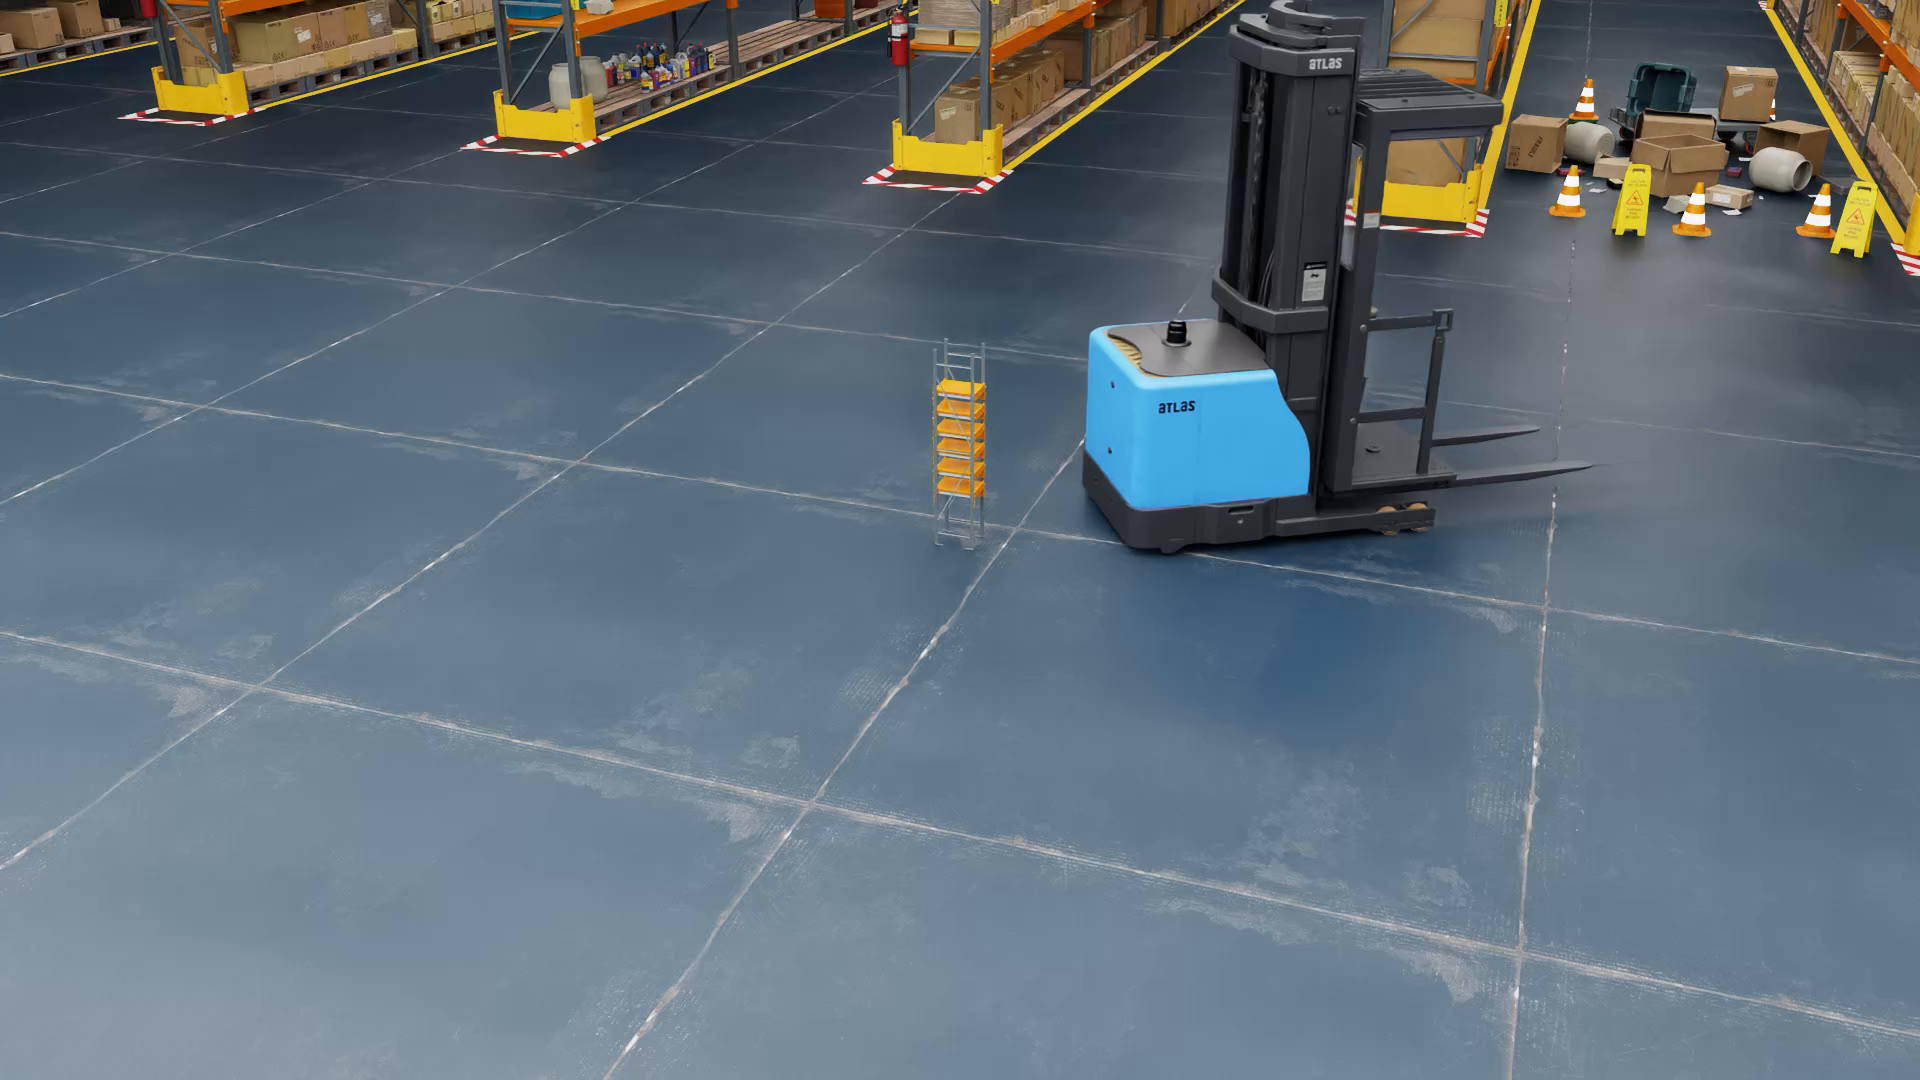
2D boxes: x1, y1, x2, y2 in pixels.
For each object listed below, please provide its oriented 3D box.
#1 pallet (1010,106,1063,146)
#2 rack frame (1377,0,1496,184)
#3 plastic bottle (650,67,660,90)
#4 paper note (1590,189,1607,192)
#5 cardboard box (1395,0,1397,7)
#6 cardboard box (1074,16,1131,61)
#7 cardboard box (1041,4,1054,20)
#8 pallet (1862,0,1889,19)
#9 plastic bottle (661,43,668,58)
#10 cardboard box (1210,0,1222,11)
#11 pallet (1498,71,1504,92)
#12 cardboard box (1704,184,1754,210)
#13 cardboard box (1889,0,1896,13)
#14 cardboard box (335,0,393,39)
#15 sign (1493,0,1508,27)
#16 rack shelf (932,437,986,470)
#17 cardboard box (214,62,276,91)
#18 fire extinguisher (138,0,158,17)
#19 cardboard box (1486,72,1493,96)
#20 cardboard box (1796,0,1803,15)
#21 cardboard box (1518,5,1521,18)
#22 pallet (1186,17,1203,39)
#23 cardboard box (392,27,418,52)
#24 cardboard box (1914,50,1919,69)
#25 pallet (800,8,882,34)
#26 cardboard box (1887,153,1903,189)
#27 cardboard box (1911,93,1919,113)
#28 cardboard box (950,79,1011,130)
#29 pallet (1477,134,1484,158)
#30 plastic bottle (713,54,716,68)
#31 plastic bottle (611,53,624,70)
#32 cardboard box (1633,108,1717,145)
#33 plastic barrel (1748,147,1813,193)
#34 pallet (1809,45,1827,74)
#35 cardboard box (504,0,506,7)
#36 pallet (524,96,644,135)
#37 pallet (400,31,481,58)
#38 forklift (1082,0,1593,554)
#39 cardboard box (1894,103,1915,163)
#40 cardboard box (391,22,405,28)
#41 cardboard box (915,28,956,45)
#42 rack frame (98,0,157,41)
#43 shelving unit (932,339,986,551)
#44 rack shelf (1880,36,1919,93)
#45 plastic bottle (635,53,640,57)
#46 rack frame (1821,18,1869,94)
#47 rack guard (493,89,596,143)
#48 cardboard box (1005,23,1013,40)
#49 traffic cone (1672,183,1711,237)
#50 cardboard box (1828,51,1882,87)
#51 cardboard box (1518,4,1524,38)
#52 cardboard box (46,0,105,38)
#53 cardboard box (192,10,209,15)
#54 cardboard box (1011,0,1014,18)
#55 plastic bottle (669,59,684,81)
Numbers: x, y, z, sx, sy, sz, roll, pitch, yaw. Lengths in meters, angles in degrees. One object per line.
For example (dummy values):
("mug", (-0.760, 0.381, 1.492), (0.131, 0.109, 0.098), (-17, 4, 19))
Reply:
("pallet", (0.577, -4.938, 19.706), (1.003, 0.211, 1.213), (9, 27, 17))
("rack frame", (4.484, -4.572, 15.752), (1.000, 3.000, 0.127), (9, 27, 17))
("plastic bottle", (-3.841, -5.817, 20.935), (0.061, 0.283, 0.133), (9, 27, 18))
("paper note", (6.593, -3.616, 17.186), (0.144, 0.017, 0.142), (20, 32, 35))
("cardboard box", (4.740, -5.512, 16.282), (0.875, 0.550, 0.550), (9, 27, 17))
("cardboard box", (1.944, -6.952, 23.029), (0.700, 0.500, 0.500), (11, 28, 22))
("cardboard box", (0.864, -6.119, 19.234), (0.380, 0.149, 0.250), (9, 27, 17))
("pallet", (11.228, -6.278, 19.494), (1.003, 0.211, 1.213), (9, 27, 17))
("plastic bottle", (-4.019, -6.598, 22.561), (0.097, 0.271, 0.097), (0, 26, 0))
("cardboard box", (3.639, -9.231, 27.330), (1.225, 0.875, 0.875), (9, 27, 18))
("pallet", (6.813, -6.292, 22.503), (1.003, 0.211, 1.213), (9, 27, 17))
("cardboard box", (7.717, -3.444, 16.693), (0.250, 0.149, 0.380), (-20, 33, -36))
("cardboard box", (10.427, -5.867, 18.233), (0.380, 0.149, 0.250), (9, 27, 18))
("cardboard box", (-8.295, -7.278, 23.153), (0.500, 0.500, 0.500), (9, 27, 17))
("sign", (5.005, -4.915, 15.375), (0.100, 0.325, 0.005), (9, 27, 17))
("rack shelf", (-0.005, -0.494, 9.496), (0.258, 0.103, 0.180), (9, 27, 17))
("cardboard box", (-9.112, -5.911, 21.190), (0.500, 0.250, 0.500), (9, 27, 17))
("fire extinguisher", (-9.978, -6.755, 20.349), (0.296, 0.674, 0.183), (9, 27, 17))
("cardboard box", (5.937, -5.661, 20.099), (1.050, 0.750, 0.750), (9, 27, 17))
("cardboard box", (13.786, -8.474, 26.268), (0.875, 0.438, 0.875), (8, 27, 16))
("cardboard box", (7.604, -7.510, 23.344), (0.500, 0.250, 0.500), (8, 27, 15))
("pallet", (3.244, -8.179, 26.399), (1.003, 0.211, 1.213), (9, 27, 17))
("cardboard box", (-8.117, -7.144, 23.737), (0.500, 0.250, 0.500), (9, 27, 17))
("cardboard box", (9.617, -4.712, 16.328), (0.380, 0.149, 0.250), (9, 27, 17))
("pallet", (-1.945, -8.414, 26.886), (1.003, 0.211, 1.213), (9, 27, 17))
("cardboard box", (9.549, -3.646, 16.512), (0.500, 0.250, 0.500), (8, 27, 16))
("cardboard box", (9.441, -4.216, 16.083), (0.380, 0.149, 0.250), (10, 28, 20))
("cardboard box", (0.230, -4.902, 18.819), (0.500, 0.500, 0.500), (17, 30, 31))
("pallet", (5.488, -4.660, 19.132), (1.003, 0.211, 1.213), (9, 27, 17))
("plastic bottle", (-3.326, -6.440, 22.314), (0.097, 0.201, 0.097), (0, 26, 0))
("plastic bottle", (-4.425, -6.101, 21.443), (0.144, 0.351, 0.185), (10, 28, 20))
("cardboard box", (7.686, -4.308, 17.915), (0.797, 0.637, 0.503), (9, 27, 17))
("plastic barrel", (8.445, -3.805, 17.123), (0.421, 0.421, 0.512), (-14, 29, -27))
("pallet", (12.589, -6.741, 23.431), (1.003, 0.211, 1.213), (9, 27, 17))
("cardboard box", (-7.286, -8.385, 25.655), (0.500, 0.311, 0.500), (10, 27, 19))
("pallet", (-4.574, -5.168, 20.181), (1.003, 0.211, 1.213), (9, 27, 17))
("pallet", (-7.961, -7.469, 24.933), (1.003, 0.211, 1.213), (9, 27, 17))
("forklift", (2.329, -1.566, 9.621), (3.031, 2.935, 1.130), (-6, 26, -12))
("cardboard box", (9.551, -3.974, 16.328), (0.500, 0.500, 0.500), (8, 27, 16))
("cardboard box", (-8.305, -7.579, 24.635), (0.500, 0.250, 0.500), (8, 27, 17))
("cardboard box", (-0.260, -5.367, 17.682), (0.380, 0.149, 0.250), (9, 27, 17))
("rack frame", (-12.842, -9.132, 25.169), (1.000, 3.000, 0.127), (9, 27, 17))
("shelving unit", (-0.005, -0.534, 9.476), (0.258, 1.200, 0.189), (9, 27, 17))
("rack shelf", (9.851, -4.394, 16.209), (1.077, 0.370, 4.000), (9, 27, 17))
("plastic bottle", (-4.236, -6.250, 21.843), (0.097, 0.271, 0.097), (0, 26, 0))
("rack frame", (11.848, -7.184, 21.145), (1.000, 3.000, 0.127), (9, 27, 17))
("rack guard", (-4.850, -4.965, 19.430), (1.175, 0.500, 0.348), (9, 27, 17))
("cardboard box", (0.359, -5.503, 17.963), (0.380, 0.149, 0.250), (9, 27, 17))
("traffic cone", (6.952, -3.139, 15.703), (0.336, 0.463, 0.334), (9, 27, 17))
("cardboard box", (11.650, -5.959, 21.150), (0.950, 0.372, 0.625), (7, 27, 14))
("cardboard box", (8.123, -7.806, 24.817), (0.500, 0.500, 0.500), (8, 27, 16))
("cardboard box", (-13.149, -7.773, 24.725), (0.500, 0.500, 0.500), (7, 27, 14))
("cardboard box", (-12.488, -8.729, 26.701), (0.700, 0.500, 0.500), (8, 27, 16))
("cardboard box", (0.102, -5.957, 18.155), (0.875, 0.500, 0.500), (9, 27, 17))
("plastic bottle", (-3.671, -6.083, 21.493), (0.152, 0.276, 0.135), (9, 27, 18))
